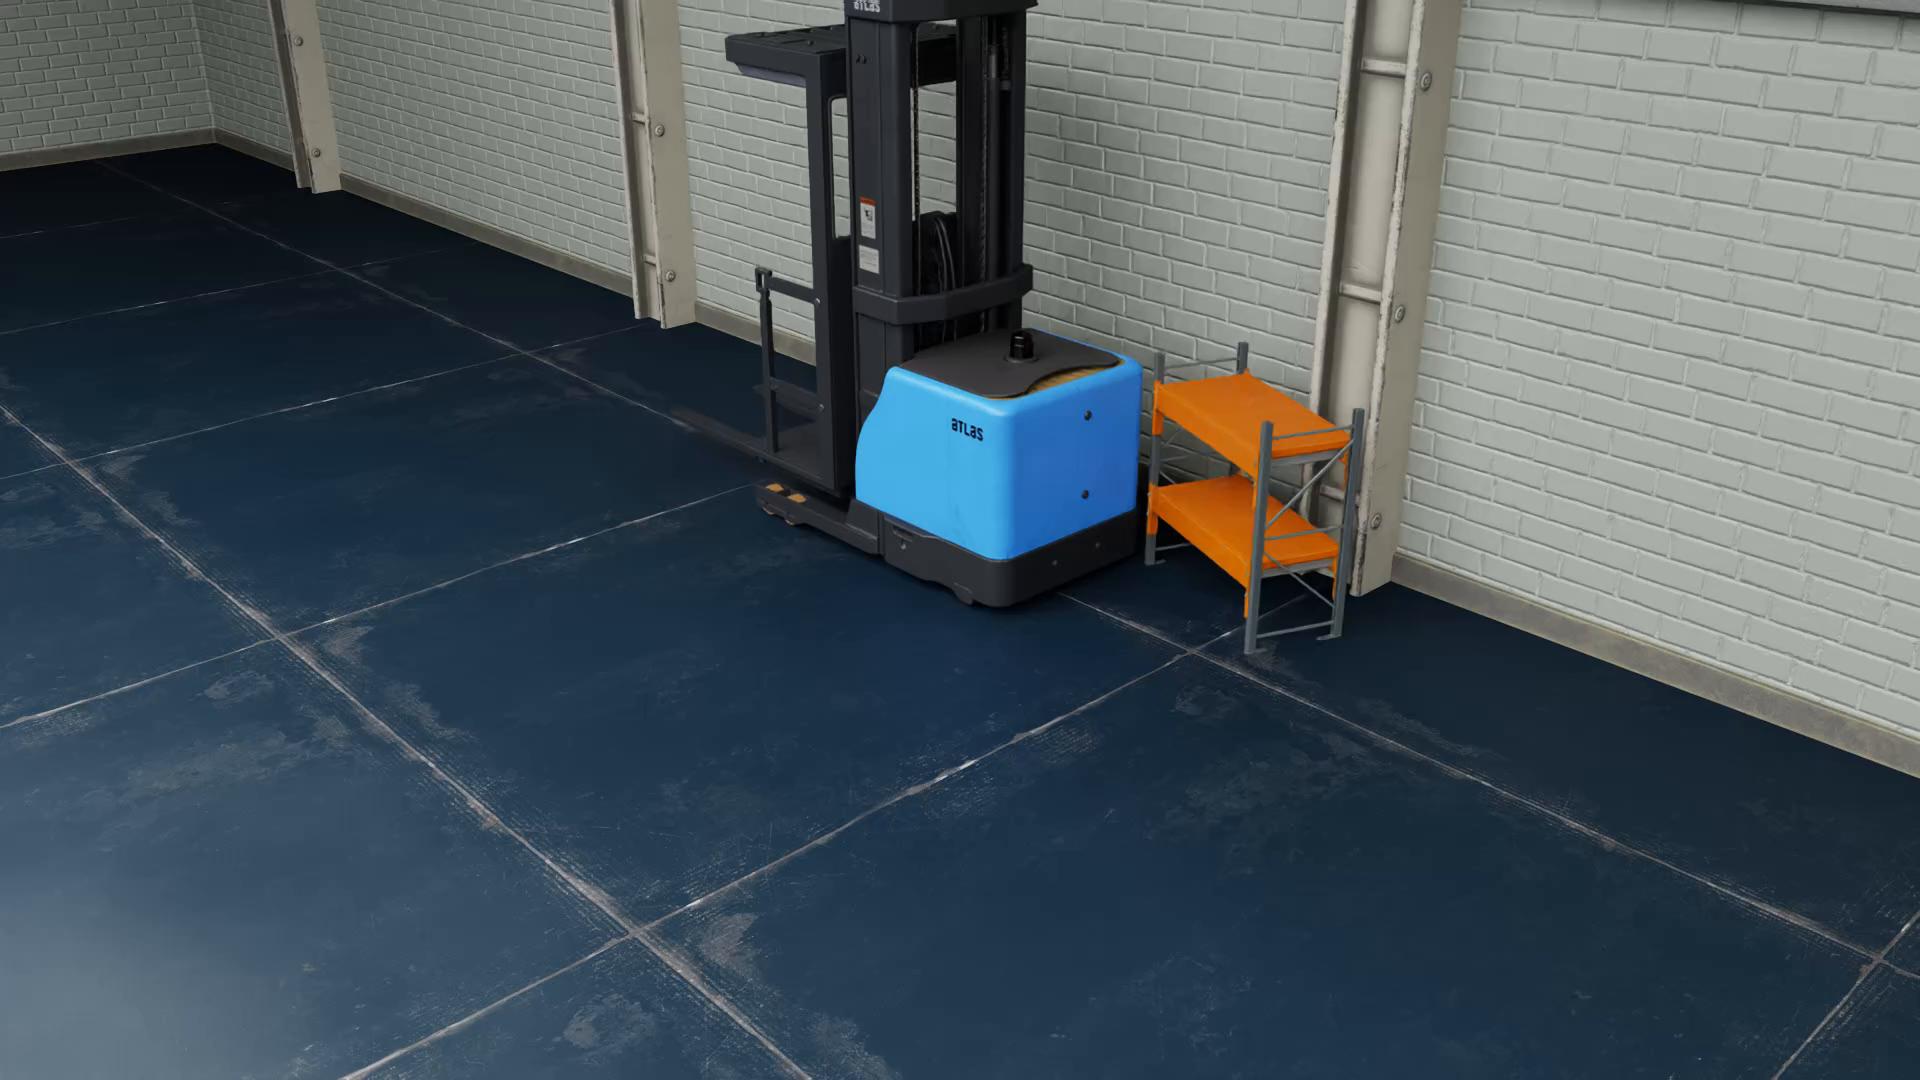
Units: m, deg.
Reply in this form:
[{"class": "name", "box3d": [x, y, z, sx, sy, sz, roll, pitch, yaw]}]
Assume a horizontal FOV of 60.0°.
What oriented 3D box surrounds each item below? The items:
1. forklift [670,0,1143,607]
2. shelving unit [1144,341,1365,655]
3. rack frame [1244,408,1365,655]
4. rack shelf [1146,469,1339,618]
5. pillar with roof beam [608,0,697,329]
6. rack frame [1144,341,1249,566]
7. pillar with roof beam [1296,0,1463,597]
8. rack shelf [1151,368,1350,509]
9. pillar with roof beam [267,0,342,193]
[{"class": "forklift", "box3d": [-0.462, -1.541, 8.596, 1.130, 2.935, 3.031, -21, 32, -38]}, {"class": "shelving unit", "box3d": [1.358, -0.225, 7.885, 0.538, 1.125, 1.048, -9, 26, -19]}, {"class": "rack frame", "box3d": [1.538, -0.028, 7.453, 0.500, 1.125, 0.032, -9, 26, -19]}, {"class": "rack shelf", "box3d": [1.359, -0.003, 7.987, 0.538, 0.278, 1.000, -9, 26, -19]}, {"class": "pillar with roof beam", "box3d": [-5.318, -4.514, 7.803, 9.100, 9.000, 0.400, -21, 32, -38]}, {"class": "rack frame", "box3d": [1.178, -0.422, 8.318, 0.500, 1.125, 0.032, -9, 26, -19]}, {"class": "pillar with roof beam", "box3d": [-1.217, -2.696, 3.818, 9.100, 9.000, 0.400, -21, 32, -38]}, {"class": "rack shelf", "box3d": [1.357, -0.491, 7.764, 0.538, 0.278, 1.000, -9, 26, -19]}, {"class": "pillar with roof beam", "box3d": [-9.419, -6.332, 11.787, 9.100, 9.000, 0.400, -21, 32, -38]}]
